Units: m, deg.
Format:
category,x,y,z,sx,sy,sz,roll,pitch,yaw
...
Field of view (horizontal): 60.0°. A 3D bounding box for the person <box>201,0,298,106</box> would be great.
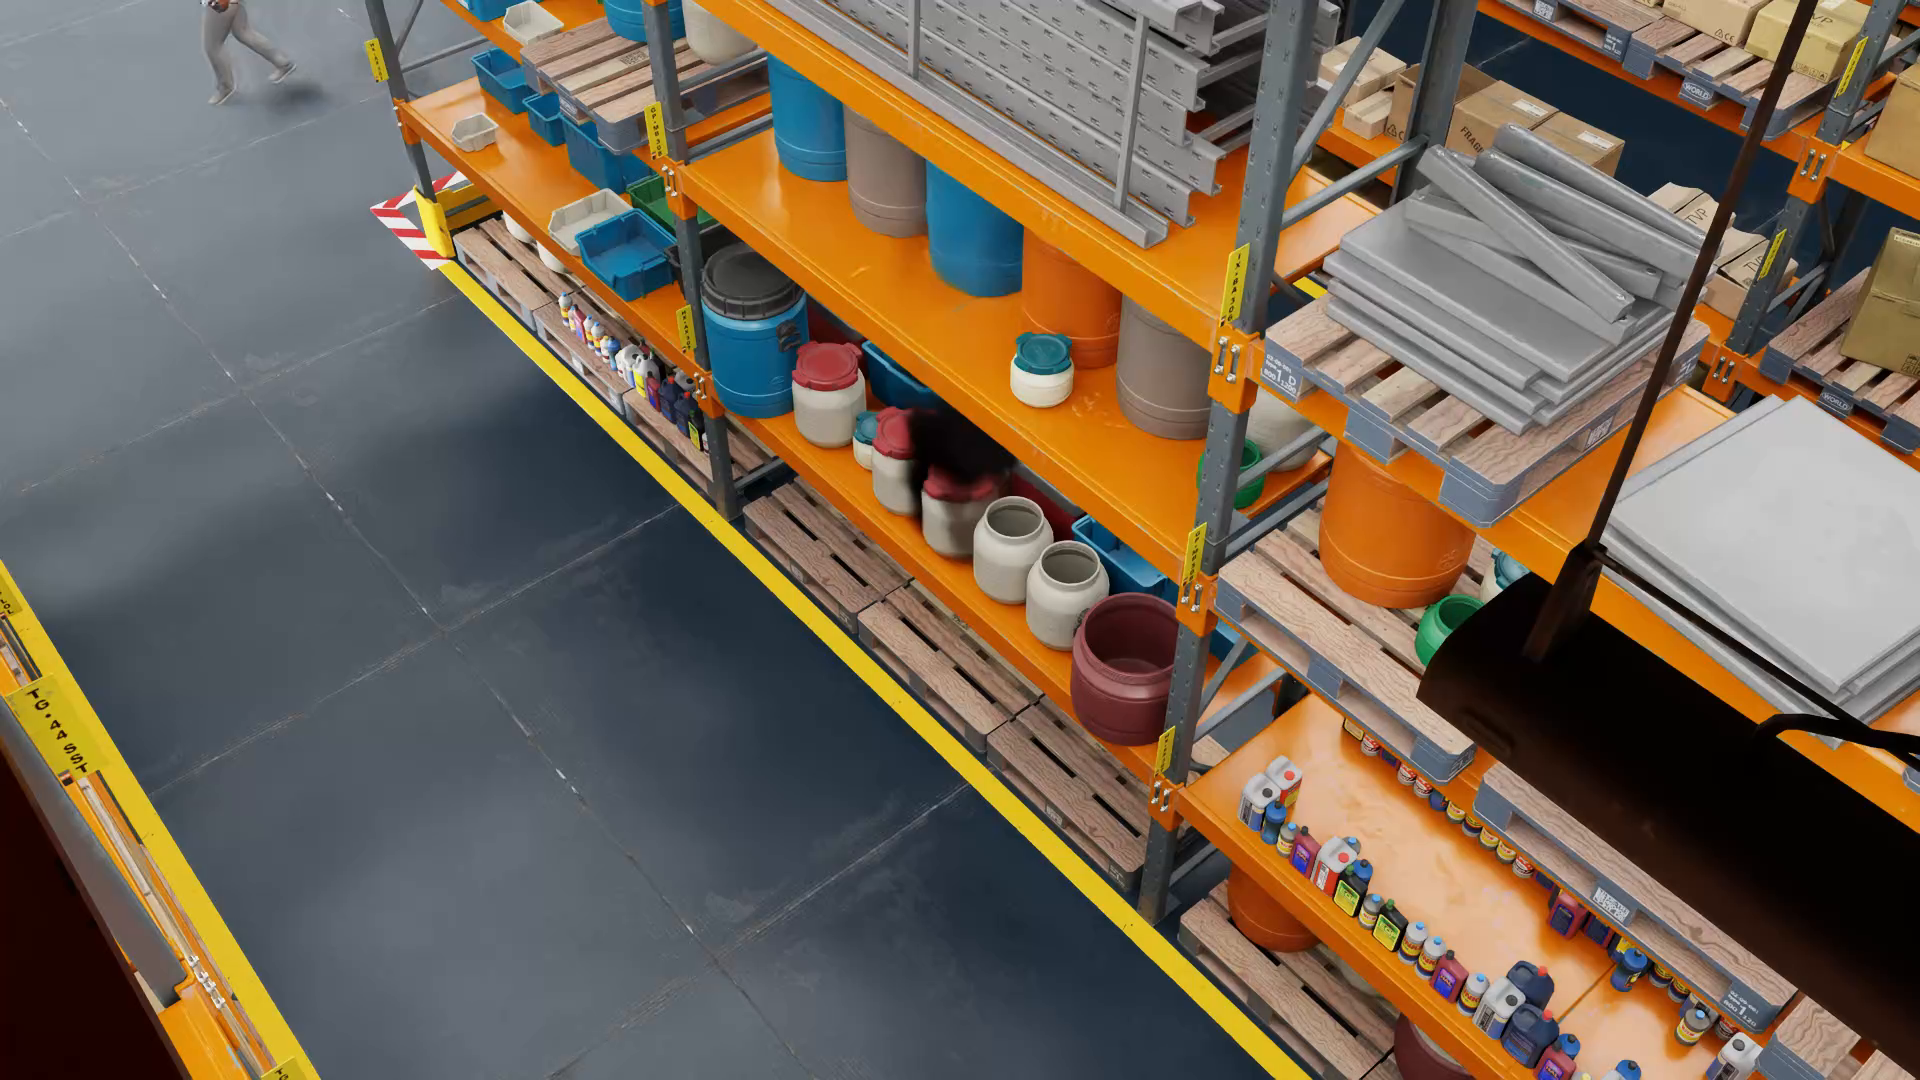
category,x,y,z,sx,sy,sz,roll,pitch,yaw
person,-6.259,-4.576,14.168,0.816,1.747,0.554,-14,48,-13
